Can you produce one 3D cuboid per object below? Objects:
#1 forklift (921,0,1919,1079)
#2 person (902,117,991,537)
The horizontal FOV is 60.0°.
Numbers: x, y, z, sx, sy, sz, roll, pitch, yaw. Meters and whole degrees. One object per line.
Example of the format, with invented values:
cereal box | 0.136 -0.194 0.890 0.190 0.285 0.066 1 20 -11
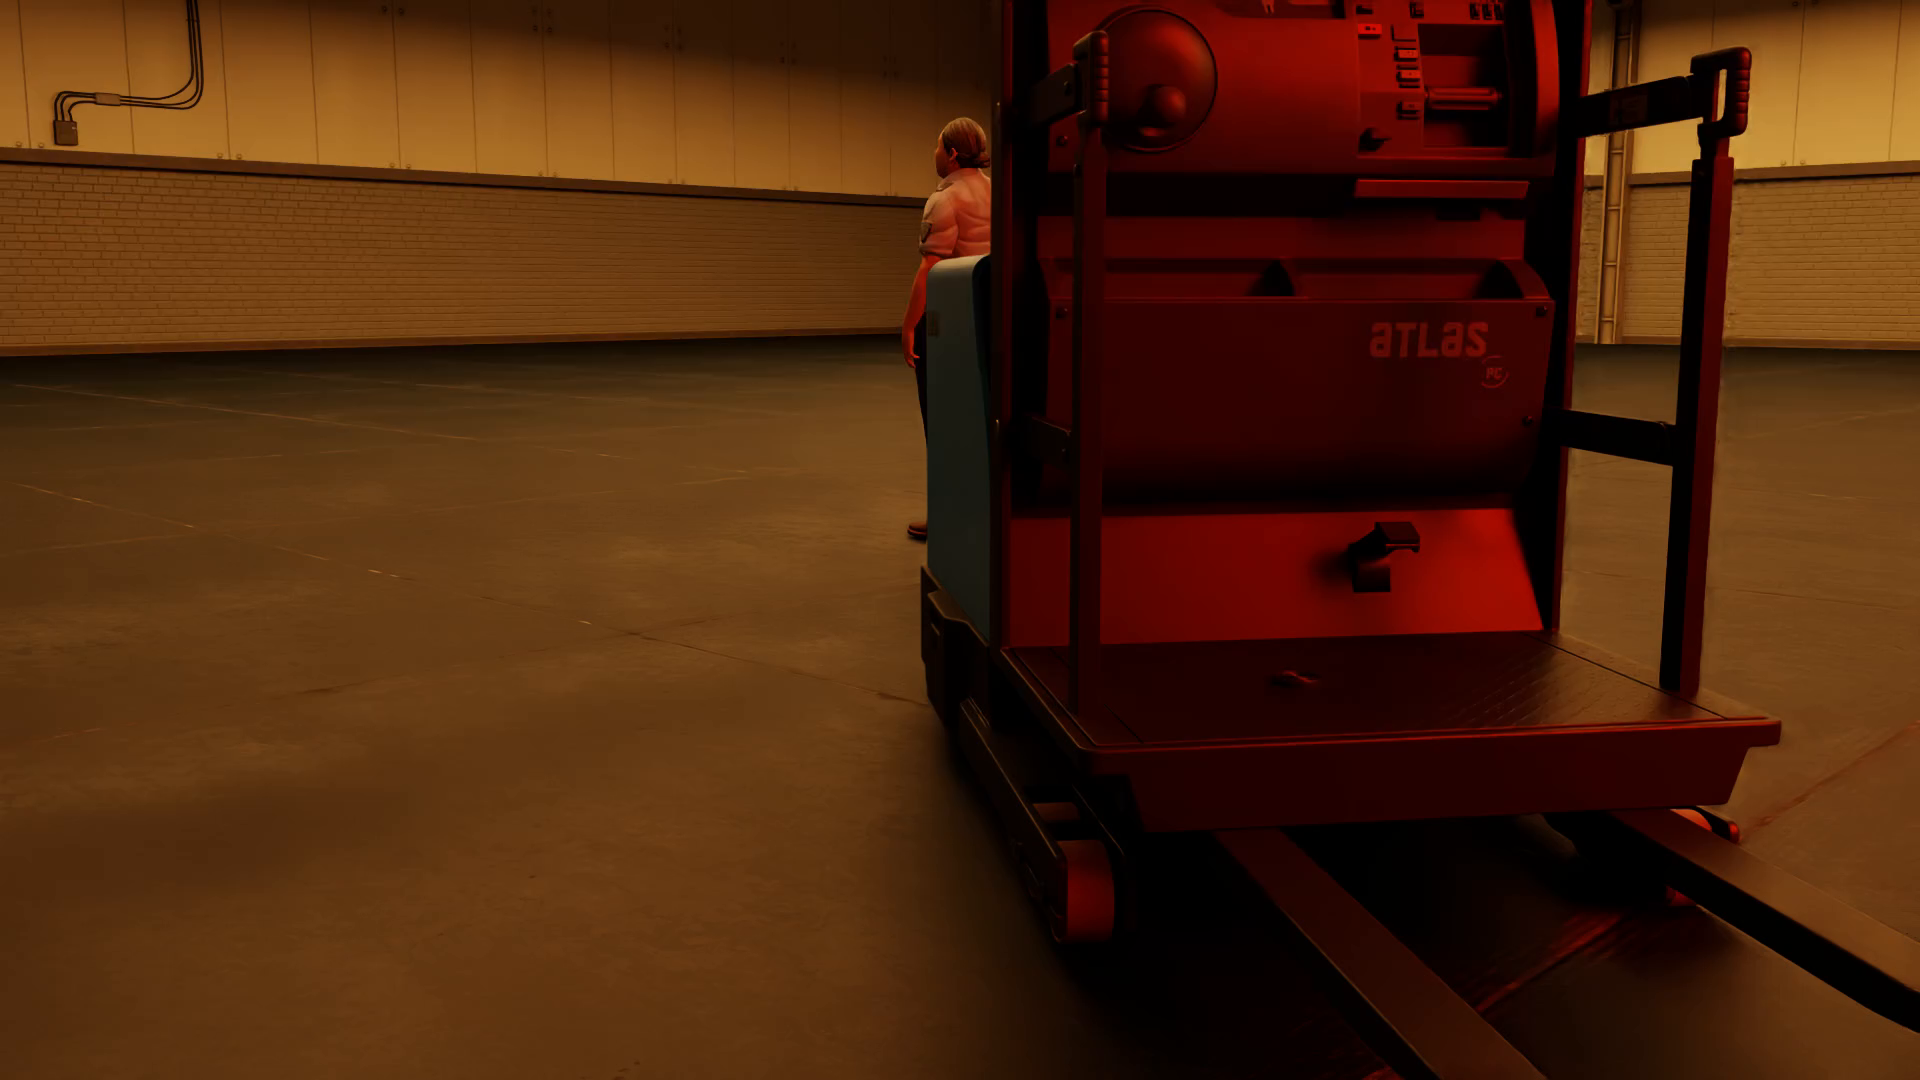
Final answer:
forklift | 0.637 -0.880 2.719 1.130 2.935 3.031 -1 9 -9
person | -0.049 -0.833 6.672 0.502 1.651 0.598 8 12 43
